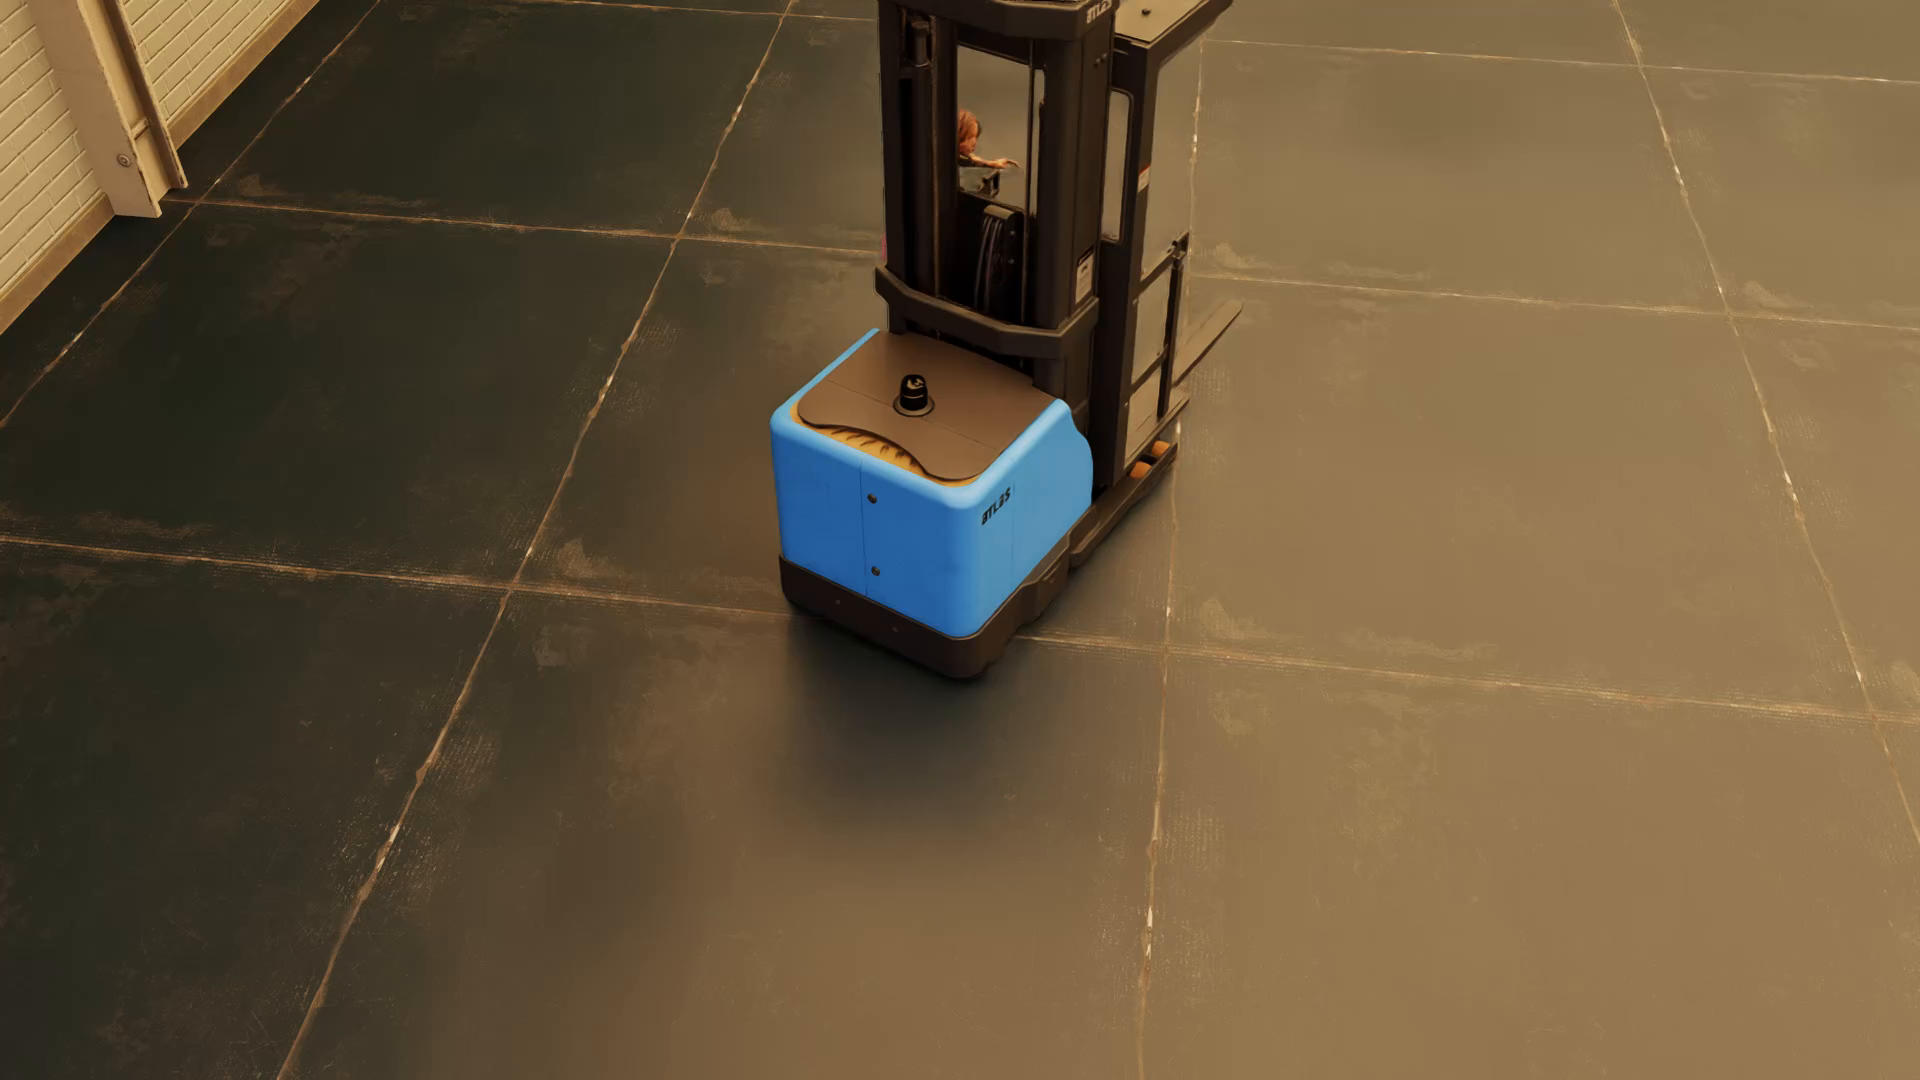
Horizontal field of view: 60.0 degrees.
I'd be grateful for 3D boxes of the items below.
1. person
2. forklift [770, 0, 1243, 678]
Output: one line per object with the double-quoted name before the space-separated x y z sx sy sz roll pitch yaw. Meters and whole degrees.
"person" 0.040 -1.459 8.252 0.821 1.353 0.848 -28 50 -27
"forklift" 0.419 -1.456 7.309 1.130 2.935 3.031 24 48 24
